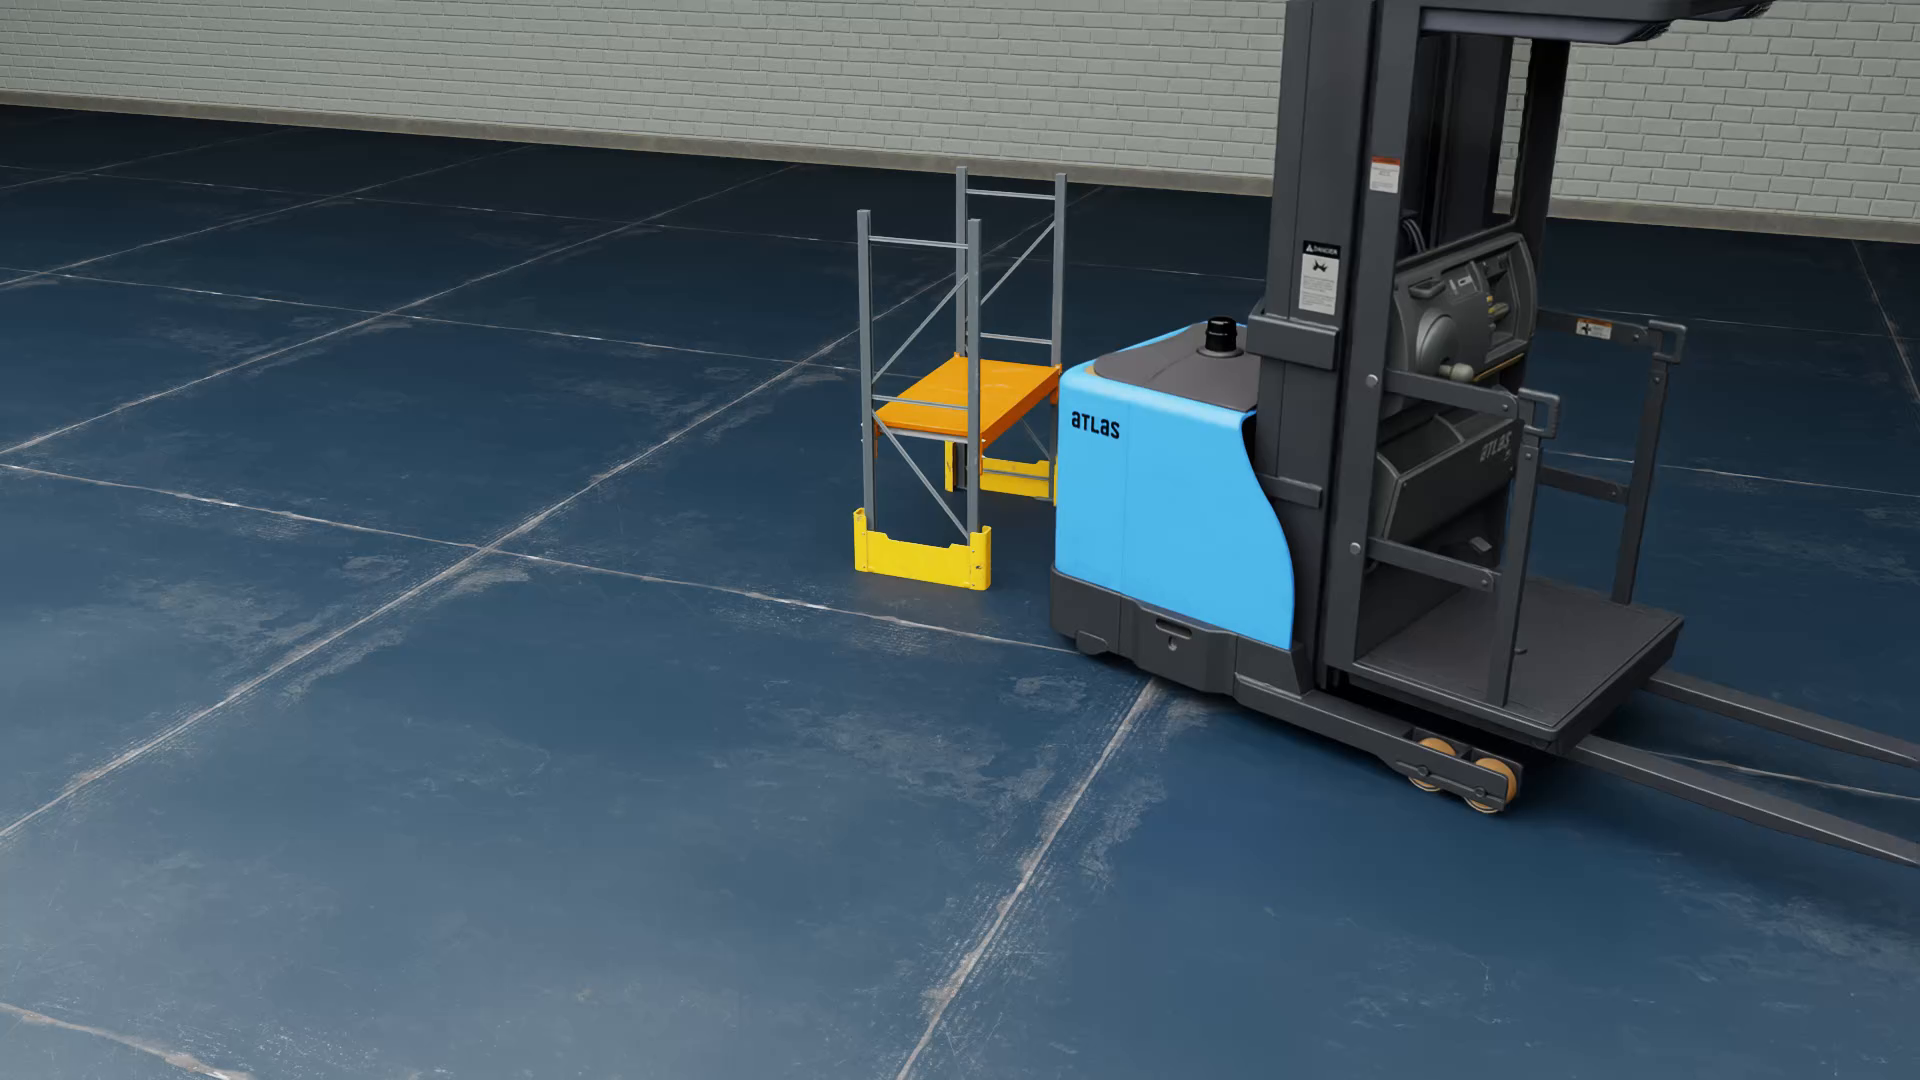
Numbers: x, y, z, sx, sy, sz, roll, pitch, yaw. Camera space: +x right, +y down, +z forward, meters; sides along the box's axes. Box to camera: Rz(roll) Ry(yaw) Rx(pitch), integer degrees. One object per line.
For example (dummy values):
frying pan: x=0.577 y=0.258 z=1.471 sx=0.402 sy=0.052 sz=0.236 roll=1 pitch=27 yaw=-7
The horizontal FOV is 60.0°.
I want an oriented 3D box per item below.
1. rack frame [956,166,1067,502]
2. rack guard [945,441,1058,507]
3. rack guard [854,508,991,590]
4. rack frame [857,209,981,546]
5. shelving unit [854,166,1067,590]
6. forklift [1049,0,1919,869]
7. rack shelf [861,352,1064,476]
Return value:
rack frame: x=0.221 y=-0.904 z=7.470 sx=0.500 sy=1.500 sz=0.032 roll=9 pitch=24 yaw=20
rack guard: x=0.213 y=-0.321 z=7.694 sx=0.587 sy=0.250 sz=0.087 roll=9 pitch=24 yaw=20
rack guard: x=-0.157 y=0.036 z=6.840 sx=0.587 sy=0.250 sz=0.087 roll=9 pitch=24 yaw=20
rack frame: x=-0.157 y=-0.541 z=6.598 sx=0.500 sy=1.500 sz=0.032 roll=9 pitch=24 yaw=20
shelving unit: x=0.028 y=-0.719 z=7.026 sx=0.587 sy=1.500 sz=1.083 roll=9 pitch=24 yaw=20
forklift: x=1.776 y=-0.727 z=5.188 sx=3.031 sy=2.935 sz=1.130 roll=19 pitch=29 yaw=38
rack shelf: x=0.032 y=-0.557 z=7.103 sx=0.538 sy=0.185 sz=1.000 roll=9 pitch=24 yaw=20
